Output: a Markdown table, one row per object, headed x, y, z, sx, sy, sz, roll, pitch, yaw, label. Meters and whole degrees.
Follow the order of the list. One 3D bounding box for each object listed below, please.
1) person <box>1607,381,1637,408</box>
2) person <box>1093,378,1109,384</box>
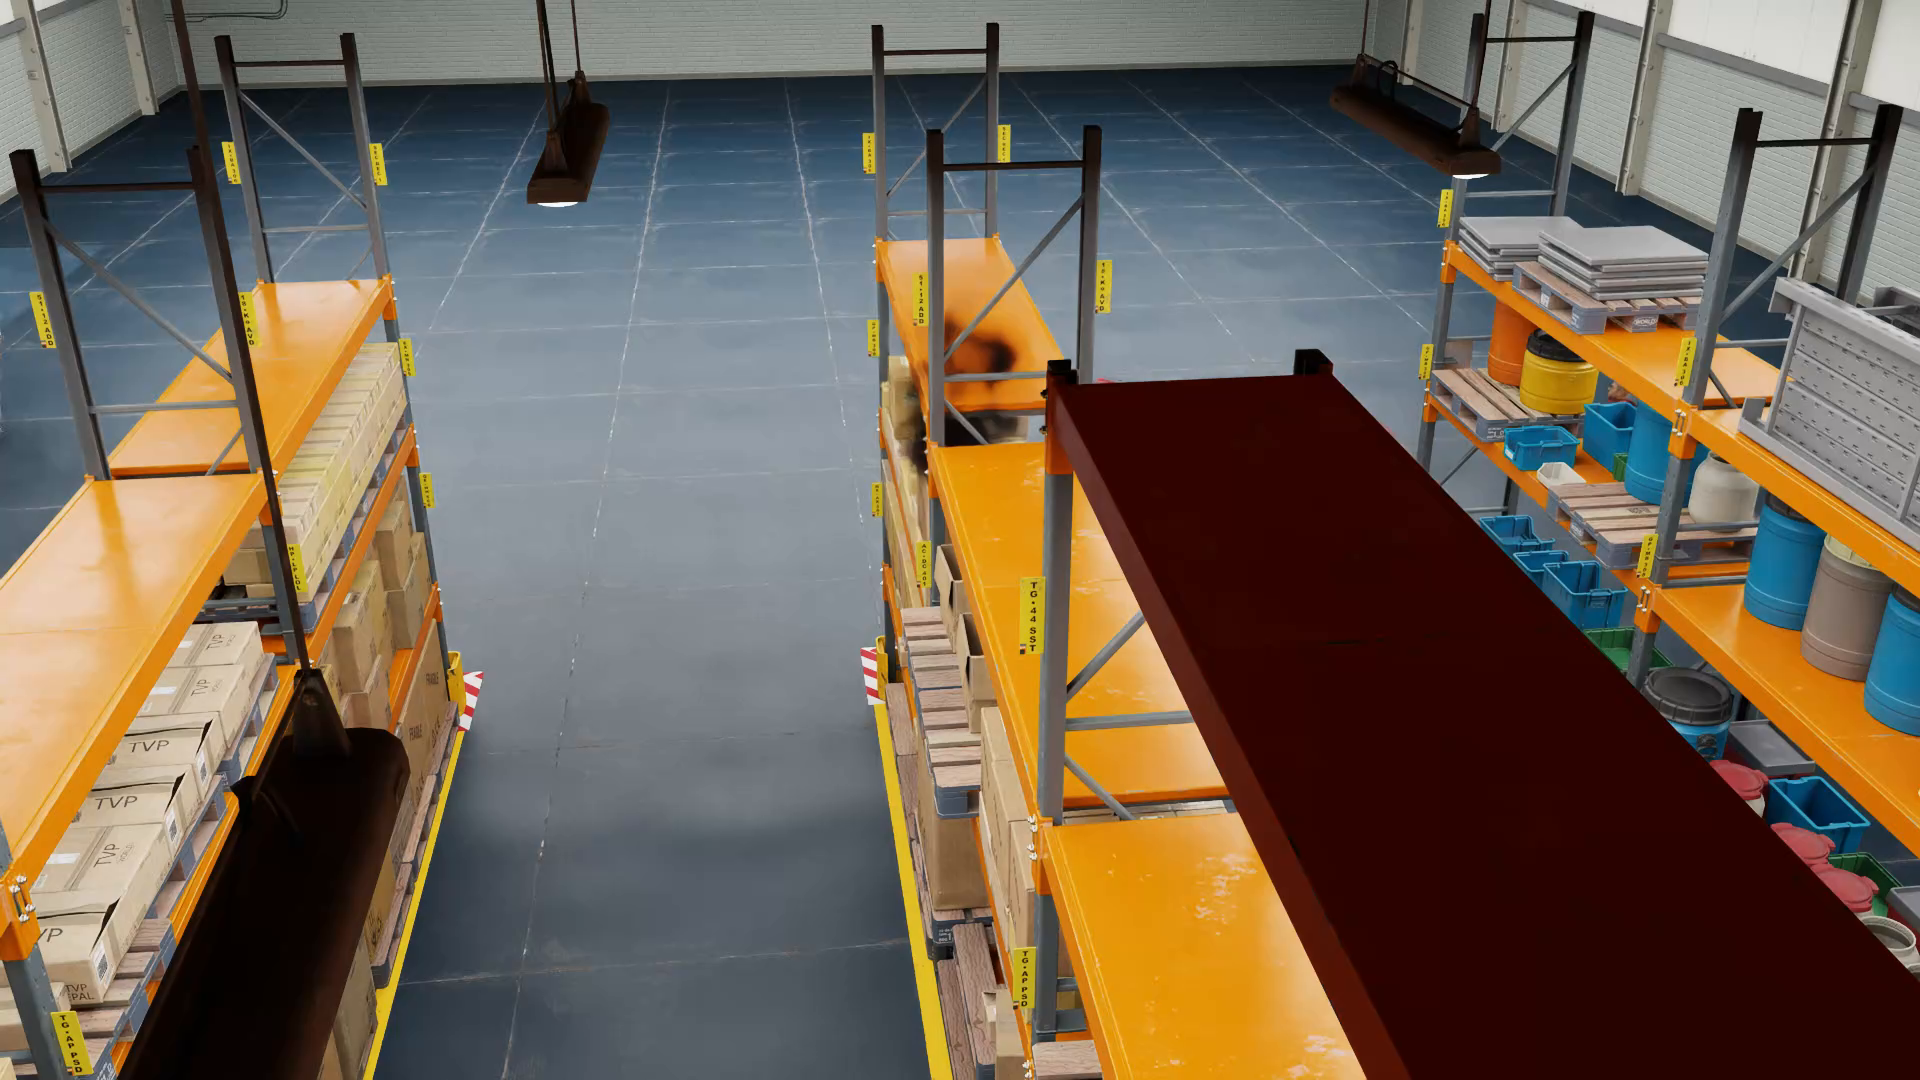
| x | y | z | sx | sy | sz | roll | pitch | yaw | label |
| --- | --- | --- | --- | --- | --- | --- | --- | --- | --- |
| 7.202 | -0.955 | 18.484 | 0.907 | 1.767 | 0.649 | 7 | 26 | 15 | person |
| 1.470 | -0.934 | 18.394 | 0.908 | 1.801 | 0.667 | 12 | 28 | 24 | person |
